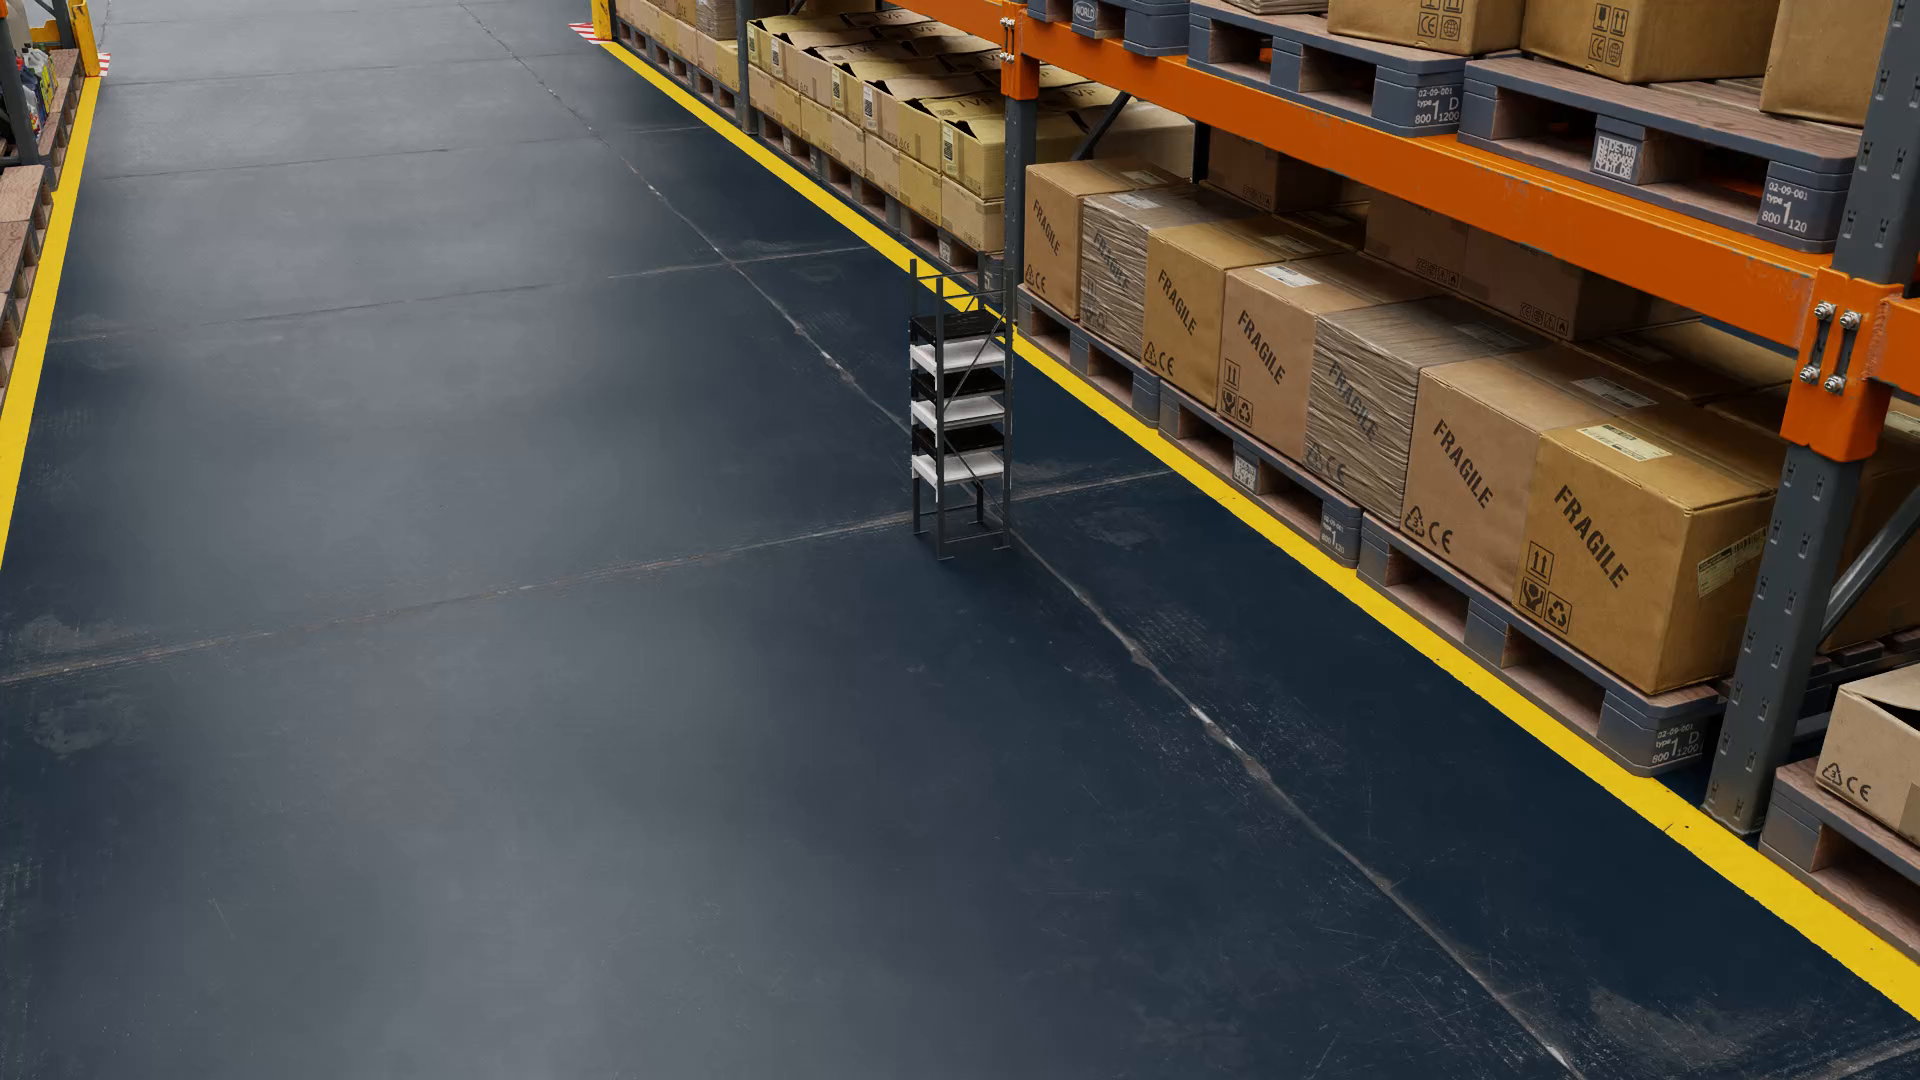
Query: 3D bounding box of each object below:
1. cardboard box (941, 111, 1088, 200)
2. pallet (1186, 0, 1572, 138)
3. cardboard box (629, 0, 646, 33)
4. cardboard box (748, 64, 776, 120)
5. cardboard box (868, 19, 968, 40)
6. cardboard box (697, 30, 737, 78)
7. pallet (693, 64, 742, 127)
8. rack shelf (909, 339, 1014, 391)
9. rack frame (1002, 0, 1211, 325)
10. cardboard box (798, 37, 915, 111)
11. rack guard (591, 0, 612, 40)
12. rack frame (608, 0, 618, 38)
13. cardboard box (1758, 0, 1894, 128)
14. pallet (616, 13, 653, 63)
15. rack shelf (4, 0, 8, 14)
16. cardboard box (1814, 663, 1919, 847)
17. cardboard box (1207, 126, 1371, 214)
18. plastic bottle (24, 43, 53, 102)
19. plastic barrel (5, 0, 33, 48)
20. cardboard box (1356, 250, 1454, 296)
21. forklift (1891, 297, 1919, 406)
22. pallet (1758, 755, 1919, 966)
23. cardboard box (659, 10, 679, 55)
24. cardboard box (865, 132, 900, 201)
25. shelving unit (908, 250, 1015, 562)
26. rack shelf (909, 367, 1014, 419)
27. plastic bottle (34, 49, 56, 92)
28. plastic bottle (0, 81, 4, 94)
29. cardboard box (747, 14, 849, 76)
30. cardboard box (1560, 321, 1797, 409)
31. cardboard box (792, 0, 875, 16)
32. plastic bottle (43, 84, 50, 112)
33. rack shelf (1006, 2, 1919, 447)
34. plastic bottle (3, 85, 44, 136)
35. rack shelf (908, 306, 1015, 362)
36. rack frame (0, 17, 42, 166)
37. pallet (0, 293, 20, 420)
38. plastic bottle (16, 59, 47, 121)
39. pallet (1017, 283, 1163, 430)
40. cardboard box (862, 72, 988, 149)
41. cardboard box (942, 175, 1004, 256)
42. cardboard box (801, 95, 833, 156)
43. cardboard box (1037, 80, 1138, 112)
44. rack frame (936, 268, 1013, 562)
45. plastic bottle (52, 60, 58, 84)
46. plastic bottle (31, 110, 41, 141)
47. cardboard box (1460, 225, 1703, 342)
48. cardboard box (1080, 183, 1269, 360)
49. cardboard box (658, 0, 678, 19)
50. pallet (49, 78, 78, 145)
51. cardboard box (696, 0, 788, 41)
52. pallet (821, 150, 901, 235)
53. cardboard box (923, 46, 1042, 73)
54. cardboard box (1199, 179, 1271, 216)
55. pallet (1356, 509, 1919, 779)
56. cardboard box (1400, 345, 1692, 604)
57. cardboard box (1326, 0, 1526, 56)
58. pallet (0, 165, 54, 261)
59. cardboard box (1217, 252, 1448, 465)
[{"bbox_3d":[0.238,-1.756,7.445,0.500,0.311,0.500,-10,28,-19],"label":"cardboard box"},{"bbox_3d":[1.435,-1.512,5.146,1.003,0.211,1.213,-11,28,-21],"label":"pallet"},{"bbox_3d":[-2.259,-4.109,12.902,0.500,0.250,0.500,-11,28,-21],"label":"cardboard box"},{"bbox_3d":[-0.967,-2.745,10.108,0.500,0.250,0.500,-11,28,-22],"label":"cardboard box"},{"bbox_3d":[-0.265,-2.879,9.744,0.500,0.311,0.500,-10,28,-19],"label":"cardboard box"},{"bbox_3d":[-1.466,-3.303,11.252,0.500,0.250,0.500,-11,28,-21],"label":"cardboard box"},{"bbox_3d":[-1.170,-3.072,11.302,1.003,0.211,1.213,-11,28,-21],"label":"pallet"},{"bbox_3d":[0.003,-0.533,4.981,0.258,0.077,0.200,-11,28,-21],"label":"rack shelf"},{"bbox_3d":[0.670,-2.382,6.710,1.000,3.000,0.127,-11,28,-21],"label":"rack frame"},{"bbox_3d":[-0.569,-2.581,9.133,0.500,0.311,0.500,-12,28,-22],"label":"cardboard box"},{"bbox_3d":[-2.473,-4.498,13.893,1.175,0.500,0.348,-11,28,-21],"label":"rack guard"},{"bbox_3d":[-2.463,-5.612,13.325,1.000,3.000,0.127,-11,28,-21],"label":"rack frame"},{"bbox_3d":[2.256,-1.231,3.759,0.700,0.500,0.500,-22,34,-37],"label":"cardboard box"},{"bbox_3d":[-2.125,-4.057,13.319,1.003,0.211,1.213,-11,28,-21],"label":"pallet"},{"bbox_3d":[-6.239,-3.632,10.089,1.077,0.370,4.000,-11,28,-21],"label":"rack shelf"},{"bbox_3d":[2.201,0.450,3.473,0.500,0.311,0.500,-11,28,-21],"label":"cardboard box"},{"bbox_3d":[1.278,-1.434,6.262,0.500,0.250,0.500,-9,28,-19],"label":"cardboard box"},{"bbox_3d":[-5.704,-2.875,10.237,0.144,0.351,0.185,-9,28,-18],"label":"plastic bottle"},{"bbox_3d":[-6.695,-3.580,11.521,0.421,0.512,0.421,0,26,0],"label":"plastic barrel"},{"bbox_3d":[1.665,-0.700,5.612,0.500,0.500,0.500,-12,28,-23],"label":"cardboard box"},{"bbox_3d":[3.465,-1.411,4.800,1.130,2.935,3.031,-10,28,-19],"label":"forklift"},{"bbox_3d":[2.504,0.763,3.447,1.003,0.211,1.213,-11,28,-21],"label":"pallet"},{"bbox_3d":[-1.872,-3.704,12.074,0.500,0.250,0.500,-11,28,-21],"label":"cardboard box"},{"bbox_3d":[-0.160,-1.917,8.412,0.500,0.250,0.500,-10,28,-19],"label":"cardboard box"},{"bbox_3d":[0.003,-0.401,5.046,0.258,0.900,0.210,-11,28,-21],"label":"shelving unit"},{"bbox_3d":[0.003,-0.452,5.021,0.258,0.077,0.200,-11,28,-21],"label":"rack shelf"},{"bbox_3d":[-5.827,-2.963,10.504,0.152,0.276,0.135,-10,28,-20],"label":"plastic bottle"},{"bbox_3d":[-5.523,-2.527,9.525,0.144,0.351,0.185,-11,28,-21],"label":"plastic bottle"},{"bbox_3d":[-0.964,-2.993,9.976,0.500,0.311,0.500,-10,28,-20],"label":"cardboard box"},{"bbox_3d":[2.052,-0.292,4.778,0.500,0.500,0.500,-10,28,-20],"label":"cardboard box"},{"bbox_3d":[-0.790,-3.528,10.858,0.500,0.500,0.500,-11,28,-21],"label":"cardboard box"},{"bbox_3d":[-5.554,-2.679,10.007,0.097,0.201,0.097,0,26,0],"label":"plastic bottle"},{"bbox_3d":[1.453,-1.252,5.214,1.077,0.370,4.000,-11,28,-21],"label":"rack shelf"},{"bbox_3d":[-5.329,-2.451,9.454,0.152,0.276,0.135,-10,28,-19],"label":"plastic bottle"},{"bbox_3d":[0.003,-0.614,4.942,0.258,0.077,0.200,-11,28,-21],"label":"rack shelf"},{"bbox_3d":[-5.456,-3.147,8.278,1.000,3.000,0.127,-11,28,-21],"label":"rack frame"},{"bbox_3d":[-4.157,-0.599,6.236,1.003,0.211,1.213,-11,28,-21],"label":"pallet"},{"bbox_3d":[-5.464,-2.628,9.732,0.144,0.351,0.185,-12,28,-23],"label":"plastic bottle"},{"bbox_3d":[0.927,-0.821,6.691,1.003,0.211,1.213,-11,28,-21],"label":"pallet"},{"bbox_3d":[-0.167,-2.169,8.291,0.500,0.311,0.500,-11,28,-21],"label":"cardboard box"},{"bbox_3d":[0.239,-1.506,7.571,0.500,0.250,0.500,-10,28,-19],"label":"cardboard box"},{"bbox_3d":[-0.563,-2.330,9.258,0.500,0.250,0.500,-11,28,-22],"label":"cardboard box"},{"bbox_3d":[0.521,-2.060,8.066,0.500,0.311,0.500,-11,28,-22],"label":"cardboard box"},{"bbox_3d":[0.043,-0.360,4.962,0.240,0.900,0.006,-11,28,-21],"label":"rack frame"},{"bbox_3d":[-5.900,-3.036,10.738,0.097,0.201,0.097,0,26,0],"label":"plastic bottle"},{"bbox_3d":[-5.217,-2.333,9.297,0.097,0.201,0.097,0,26,0],"label":"plastic bottle"},{"bbox_3d":[1.879,-0.820,5.003,0.500,0.250,0.500,-11,28,-20],"label":"cardboard box"},{"bbox_3d":[0.795,-1.013,6.254,0.500,0.500,0.500,-12,28,-22],"label":"cardboard box"},{"bbox_3d":[-1.873,-4.041,11.909,0.500,0.500,0.500,-11,28,-21],"label":"cardboard box"},{"bbox_3d":[-6.162,-2.666,10.470,1.003,0.211,1.213,-11,28,-21],"label":"pallet"},{"bbox_3d":[-1.465,-3.641,11.088,0.500,0.500,0.500,-11,28,-21],"label":"cardboard box"},{"bbox_3d":[-0.091,-1.960,9.024,1.003,0.211,1.213,-11,28,-21],"label":"pallet"},{"bbox_3d":[0.122,-2.474,8.914,0.500,0.311,0.500,-11,28,-21],"label":"cardboard box"},{"bbox_3d":[1.252,-1.119,6.471,0.500,0.500,0.500,-9,28,-19],"label":"cardboard box"},{"bbox_3d":[1.883,0.164,4.674,1.003,0.211,1.213,-11,28,-21],"label":"pallet"},{"bbox_3d":[1.593,-0.193,4.574,0.500,0.500,0.500,-10,28,-20],"label":"cardboard box"},{"bbox_3d":[1.487,-1.704,4.728,0.700,0.500,0.500,-19,32,-33],"label":"cardboard box"},{"bbox_3d":[-5.113,-1.584,8.254,1.003,0.211,1.213,-11,28,-21],"label":"pallet"},{"bbox_3d":[1.196,-0.600,5.408,0.500,0.500,0.500,-12,28,-22],"label":"cardboard box"}]
